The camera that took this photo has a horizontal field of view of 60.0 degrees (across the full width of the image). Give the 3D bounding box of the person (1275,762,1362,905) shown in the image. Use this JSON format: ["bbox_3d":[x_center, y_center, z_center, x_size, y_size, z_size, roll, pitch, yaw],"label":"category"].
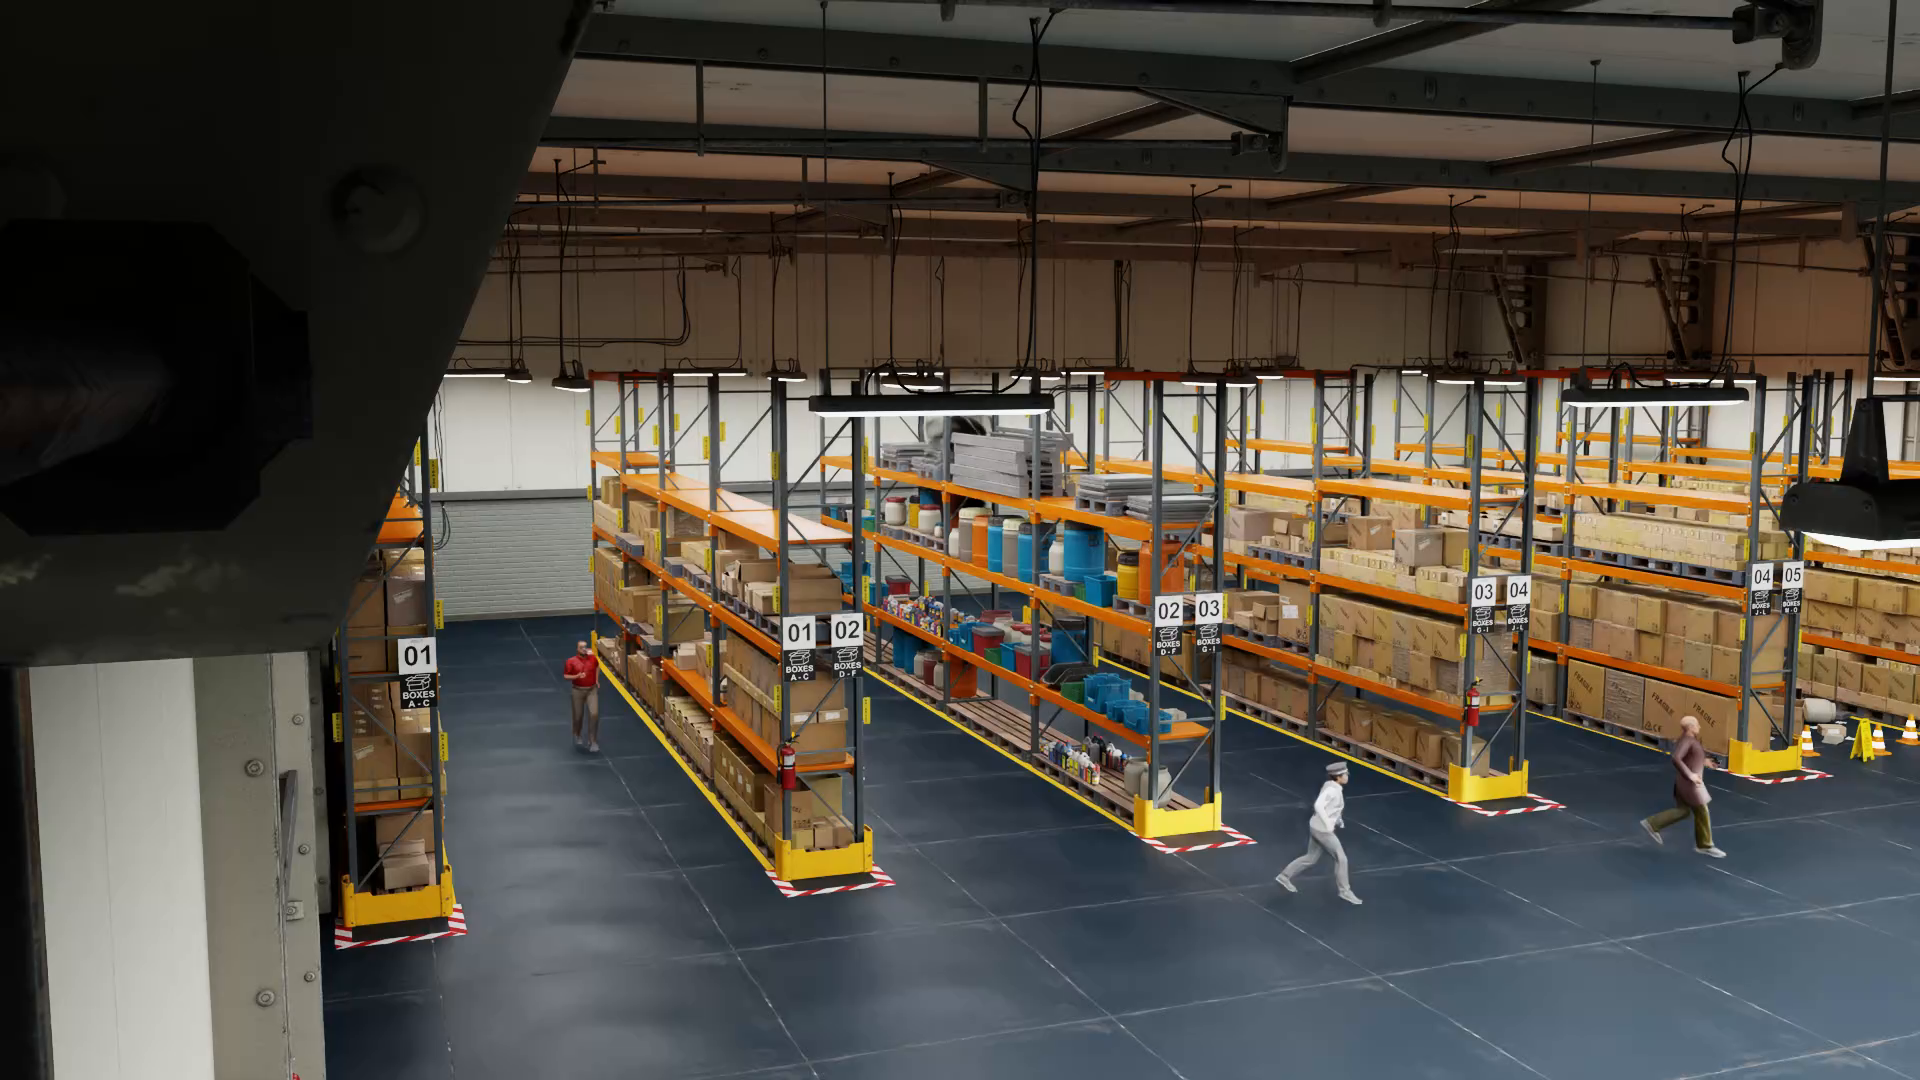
[{"bbox_3d":[4.160,3.373,19.203,0.995,1.667,0.639,1,6,11],"label":"person"}]

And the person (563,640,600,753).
[{"bbox_3d":[-6.041,2.500,26.699,0.642,1.782,0.763,-3,7,-26],"label":"person"}]

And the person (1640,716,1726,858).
[{"bbox_3d":[9.185,3.106,21.046,1.026,1.786,0.710,1,7,12],"label":"person"}]
